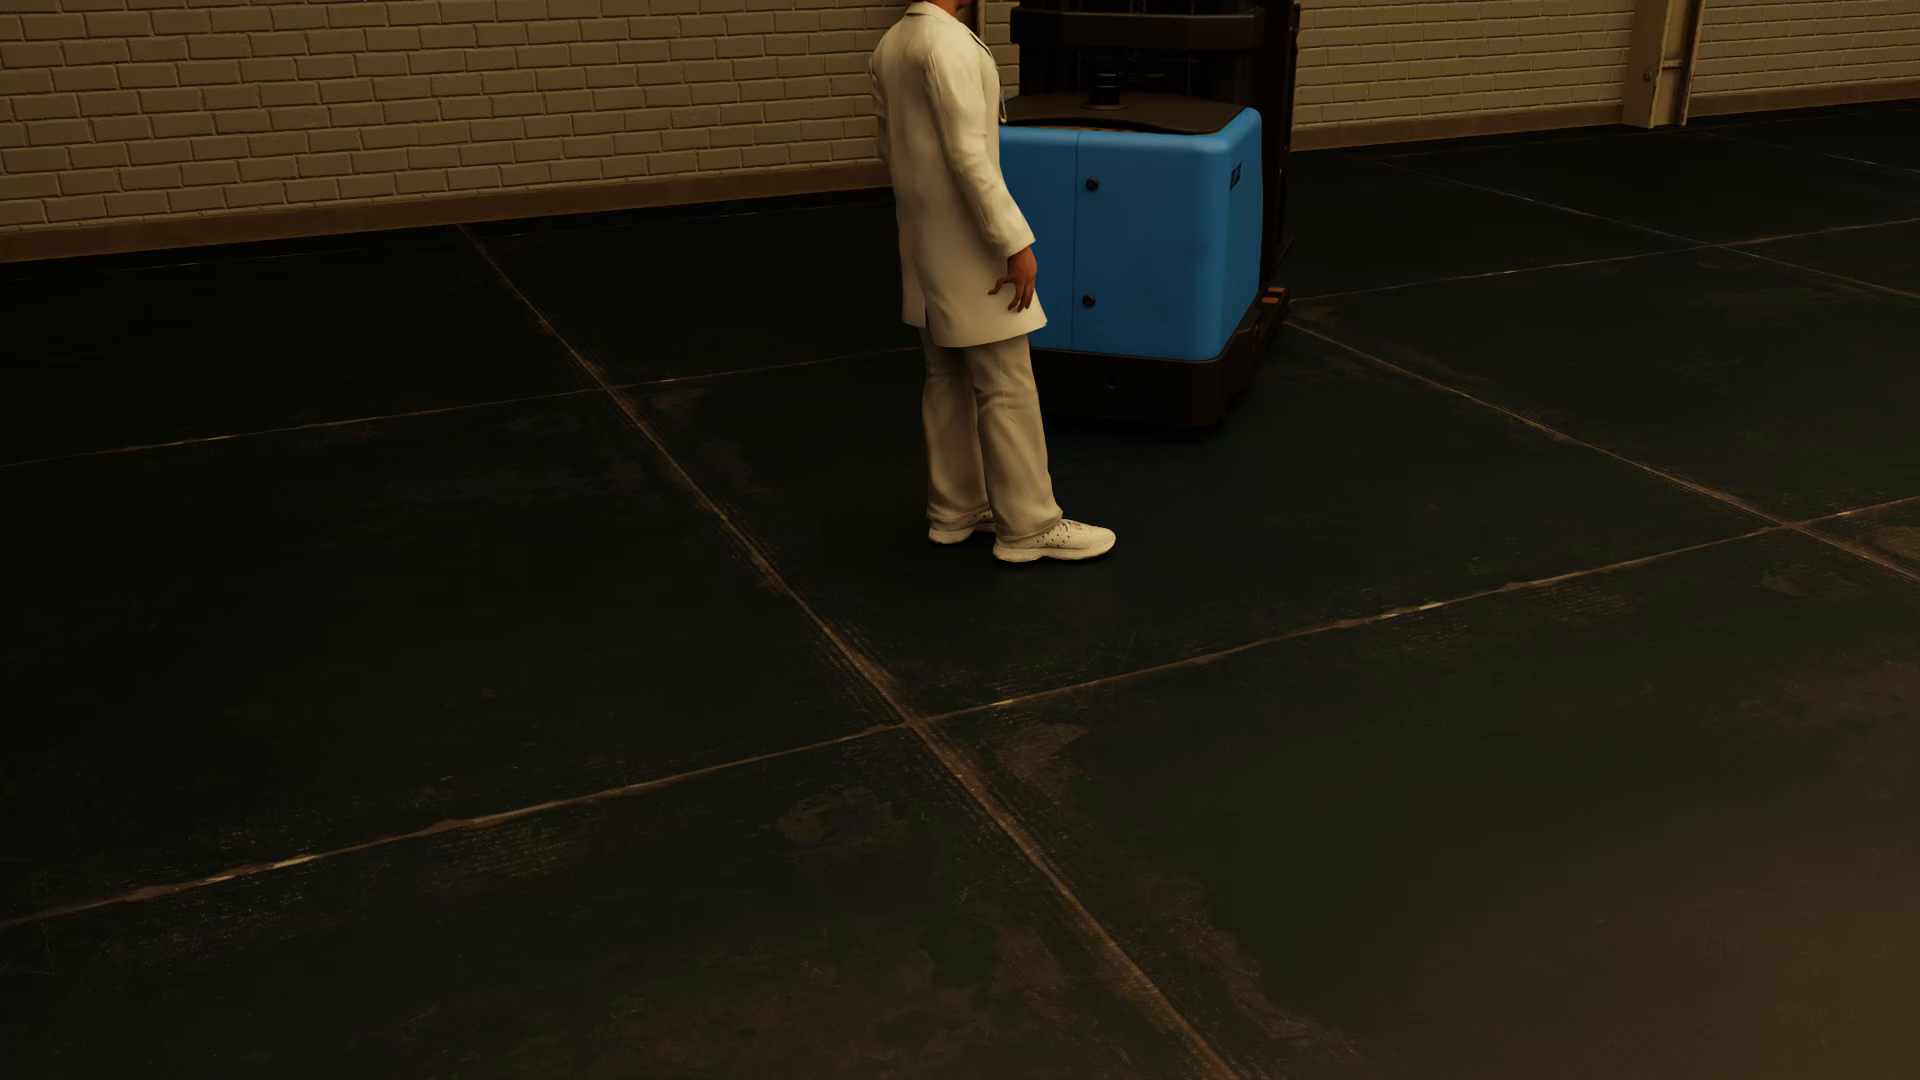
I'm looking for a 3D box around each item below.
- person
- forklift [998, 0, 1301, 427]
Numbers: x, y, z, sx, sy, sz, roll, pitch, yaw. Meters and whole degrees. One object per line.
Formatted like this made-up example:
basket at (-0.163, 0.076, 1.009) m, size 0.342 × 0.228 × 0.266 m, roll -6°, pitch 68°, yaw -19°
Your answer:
person at (0.084, -0.841, 4.795) m, size 0.580 × 1.776 × 0.695 m, roll -10°, pitch 25°, yaw -23°
forklift at (0.850, -2.289, 6.796) m, size 1.130 × 2.935 × 3.031 m, roll 7°, pitch 24°, yaw 16°
